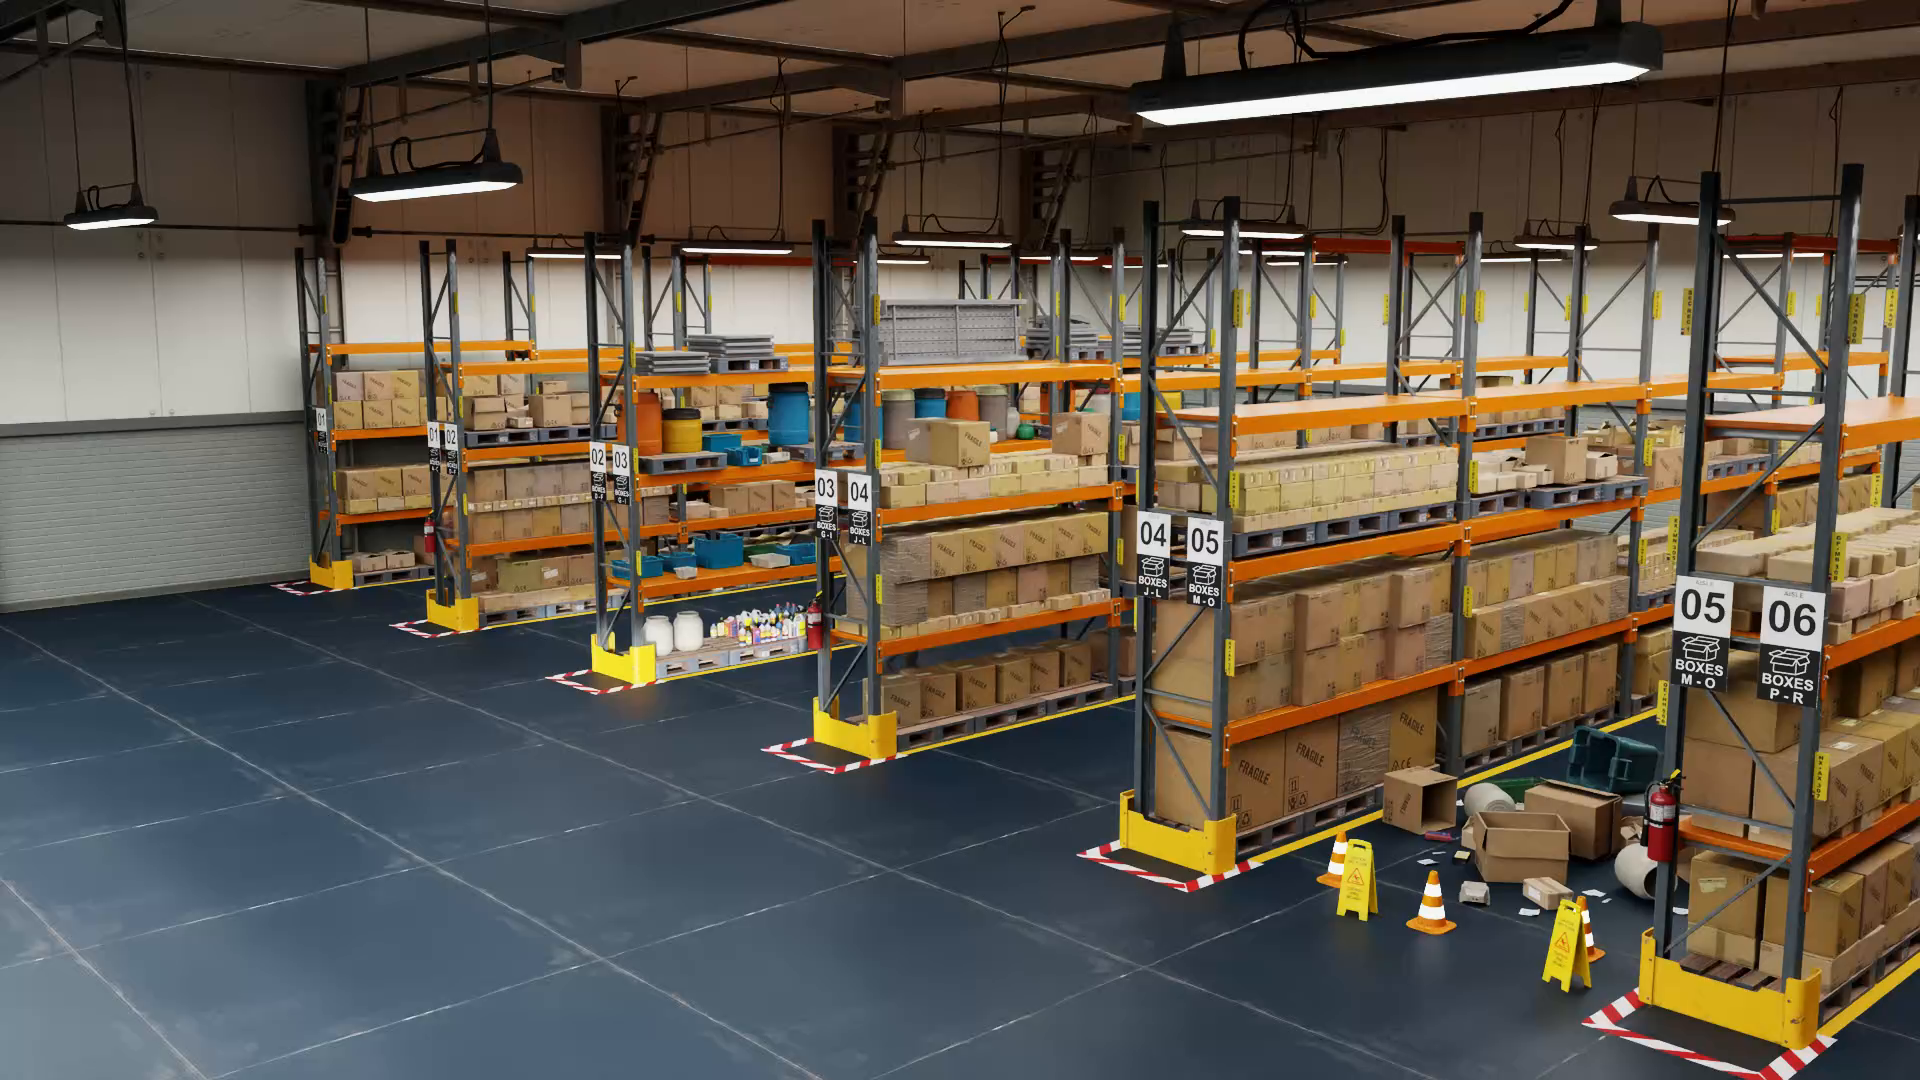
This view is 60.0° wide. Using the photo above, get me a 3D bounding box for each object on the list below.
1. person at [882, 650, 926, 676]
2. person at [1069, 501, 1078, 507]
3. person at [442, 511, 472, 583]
[{"bbox_3d":[-0.682,1.342,21.360,0.997,1.498,0.577,-5,10,-31],"label":"person"},{"bbox_3d":[2.072,-0.317,31.714,0.625,1.623,0.682,7,11,41],"label":"person"},{"bbox_3d":[-8.572,0.276,28.074,0.736,1.597,0.869,2,9,15],"label":"person"}]
